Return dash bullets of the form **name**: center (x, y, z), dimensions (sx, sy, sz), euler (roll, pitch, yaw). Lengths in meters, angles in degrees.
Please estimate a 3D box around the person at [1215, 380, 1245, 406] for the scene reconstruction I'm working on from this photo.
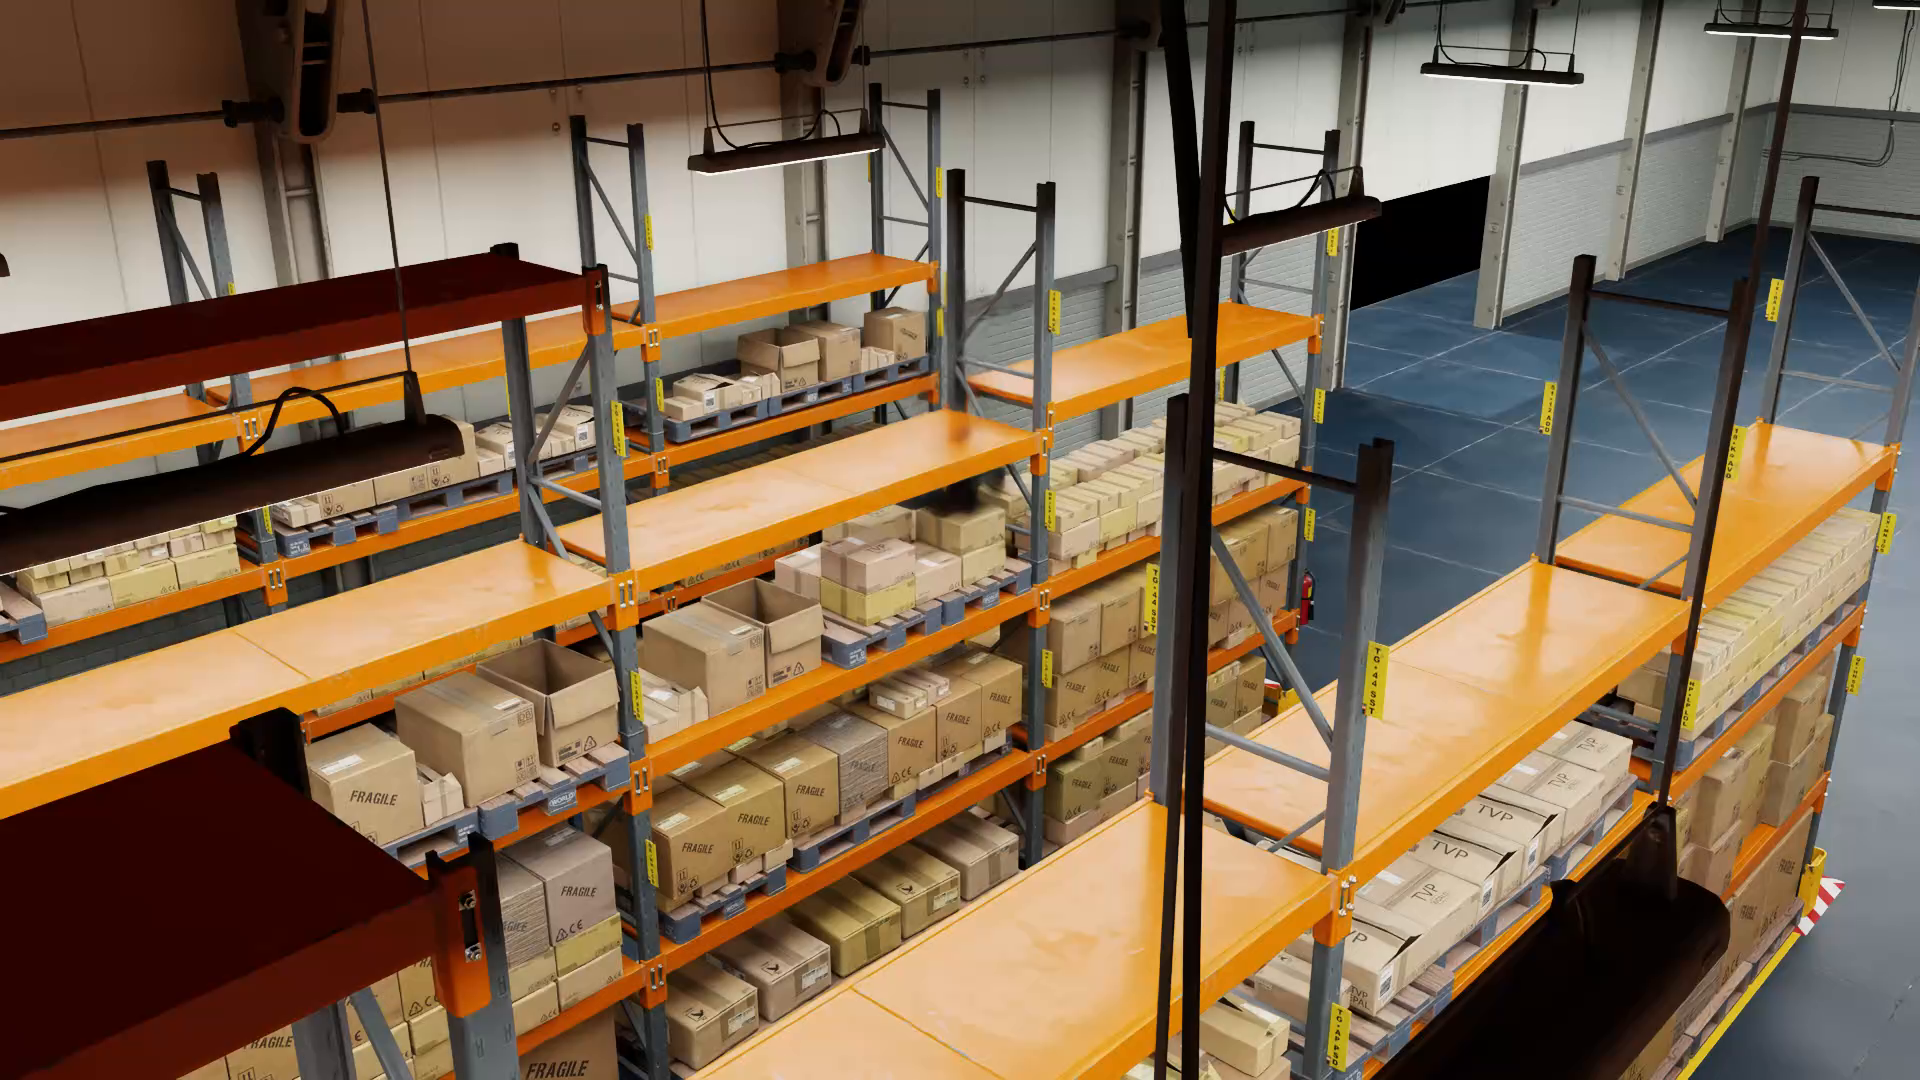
- **person**: center (3.890, -1.532, 23.724), dimensions (0.590, 1.629, 0.520), euler (19, 28, 40)
